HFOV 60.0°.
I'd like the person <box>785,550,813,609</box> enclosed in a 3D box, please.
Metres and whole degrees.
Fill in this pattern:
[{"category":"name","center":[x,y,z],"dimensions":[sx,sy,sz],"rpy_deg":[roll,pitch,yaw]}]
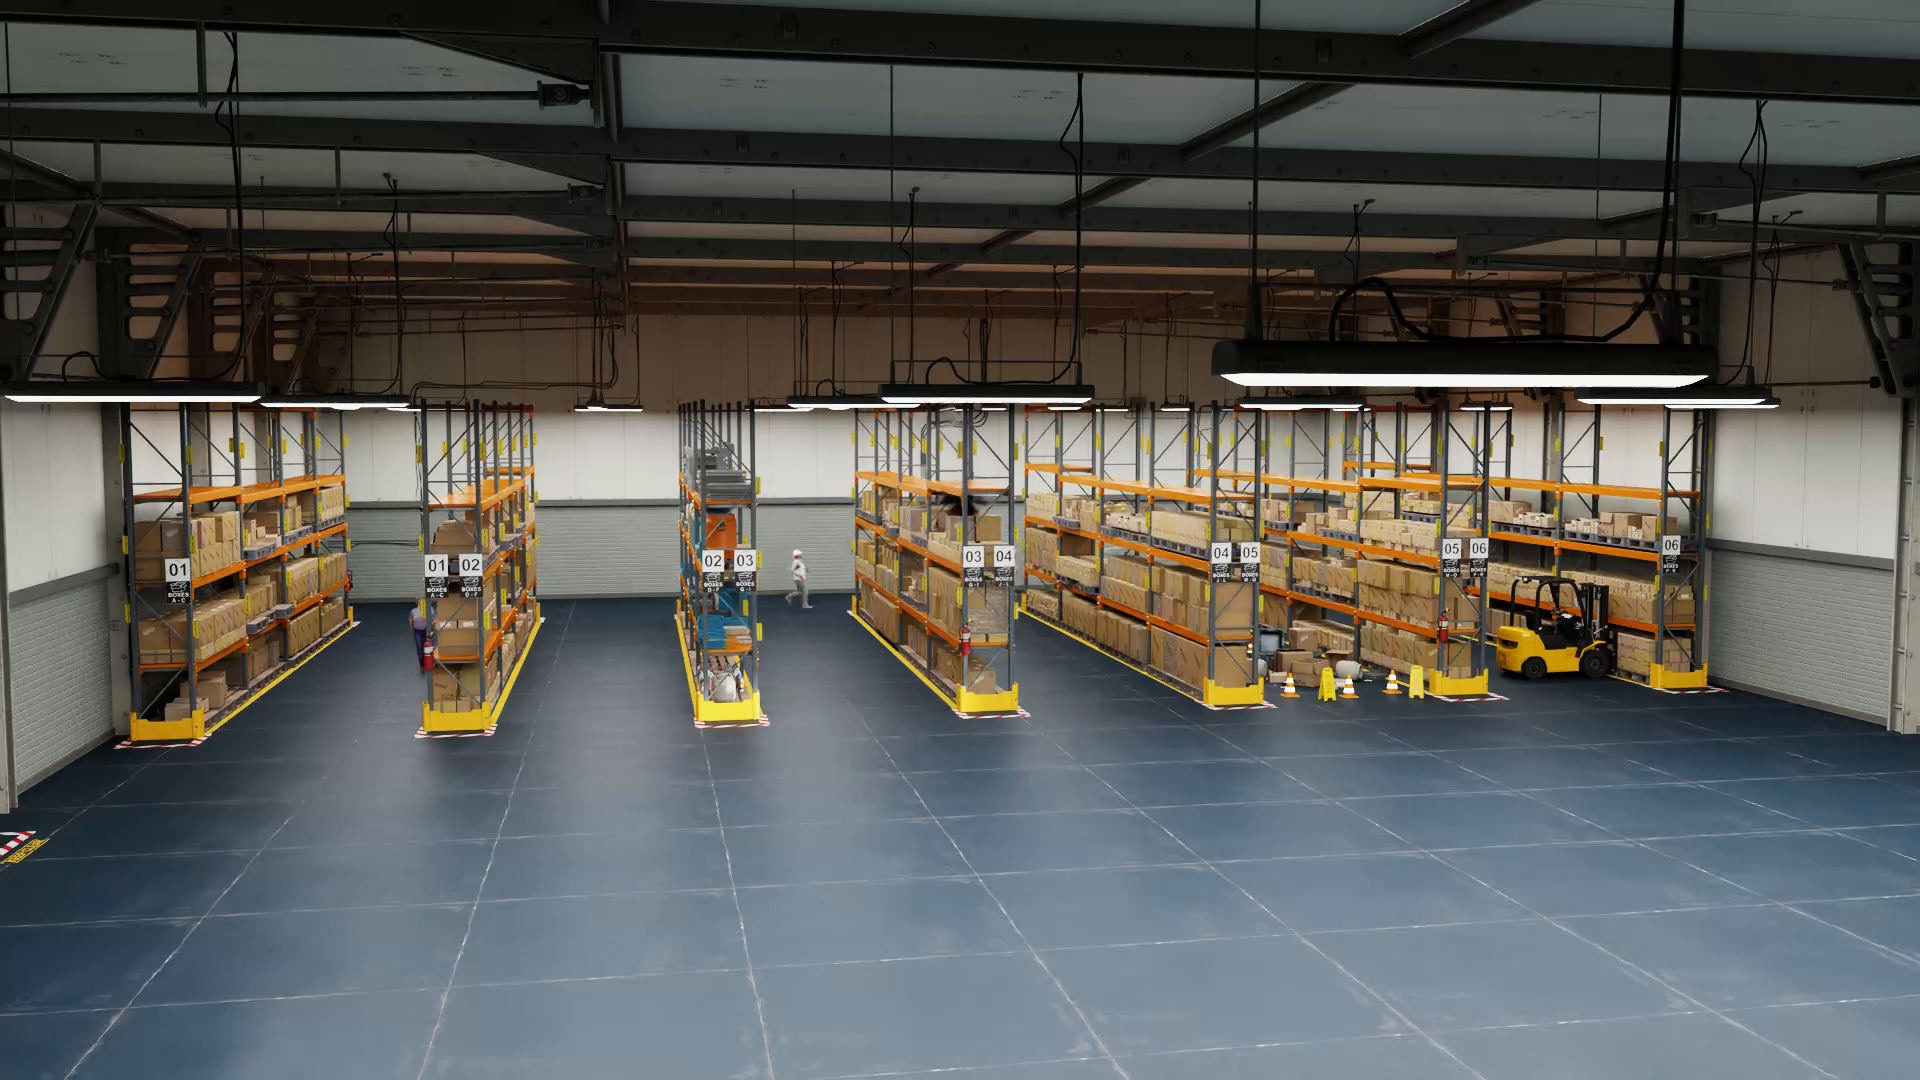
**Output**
[{"category":"person","center":[-4.761,1.160,48.967],"dimensions":[0.845,1.743,0.669],"rpy_deg":[0,4,2]}]

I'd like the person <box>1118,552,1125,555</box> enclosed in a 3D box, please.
[{"category":"person","center":[4.585,1.281,47.298],"dimensions":[0.663,1.865,0.778],"rpy_deg":[-2,5,-21]}]

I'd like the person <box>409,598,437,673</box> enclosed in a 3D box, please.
[{"category":"person","center":[-12.016,2.115,37.240],"dimensions":[0.630,1.644,0.895],"rpy_deg":[-1,4,-7]}]

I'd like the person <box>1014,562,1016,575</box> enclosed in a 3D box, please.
[{"category":"person","center":[1.360,1.159,49.221],"dimensions":[0.543,1.706,0.733],"rpy_deg":[-3,5,-34]}]
